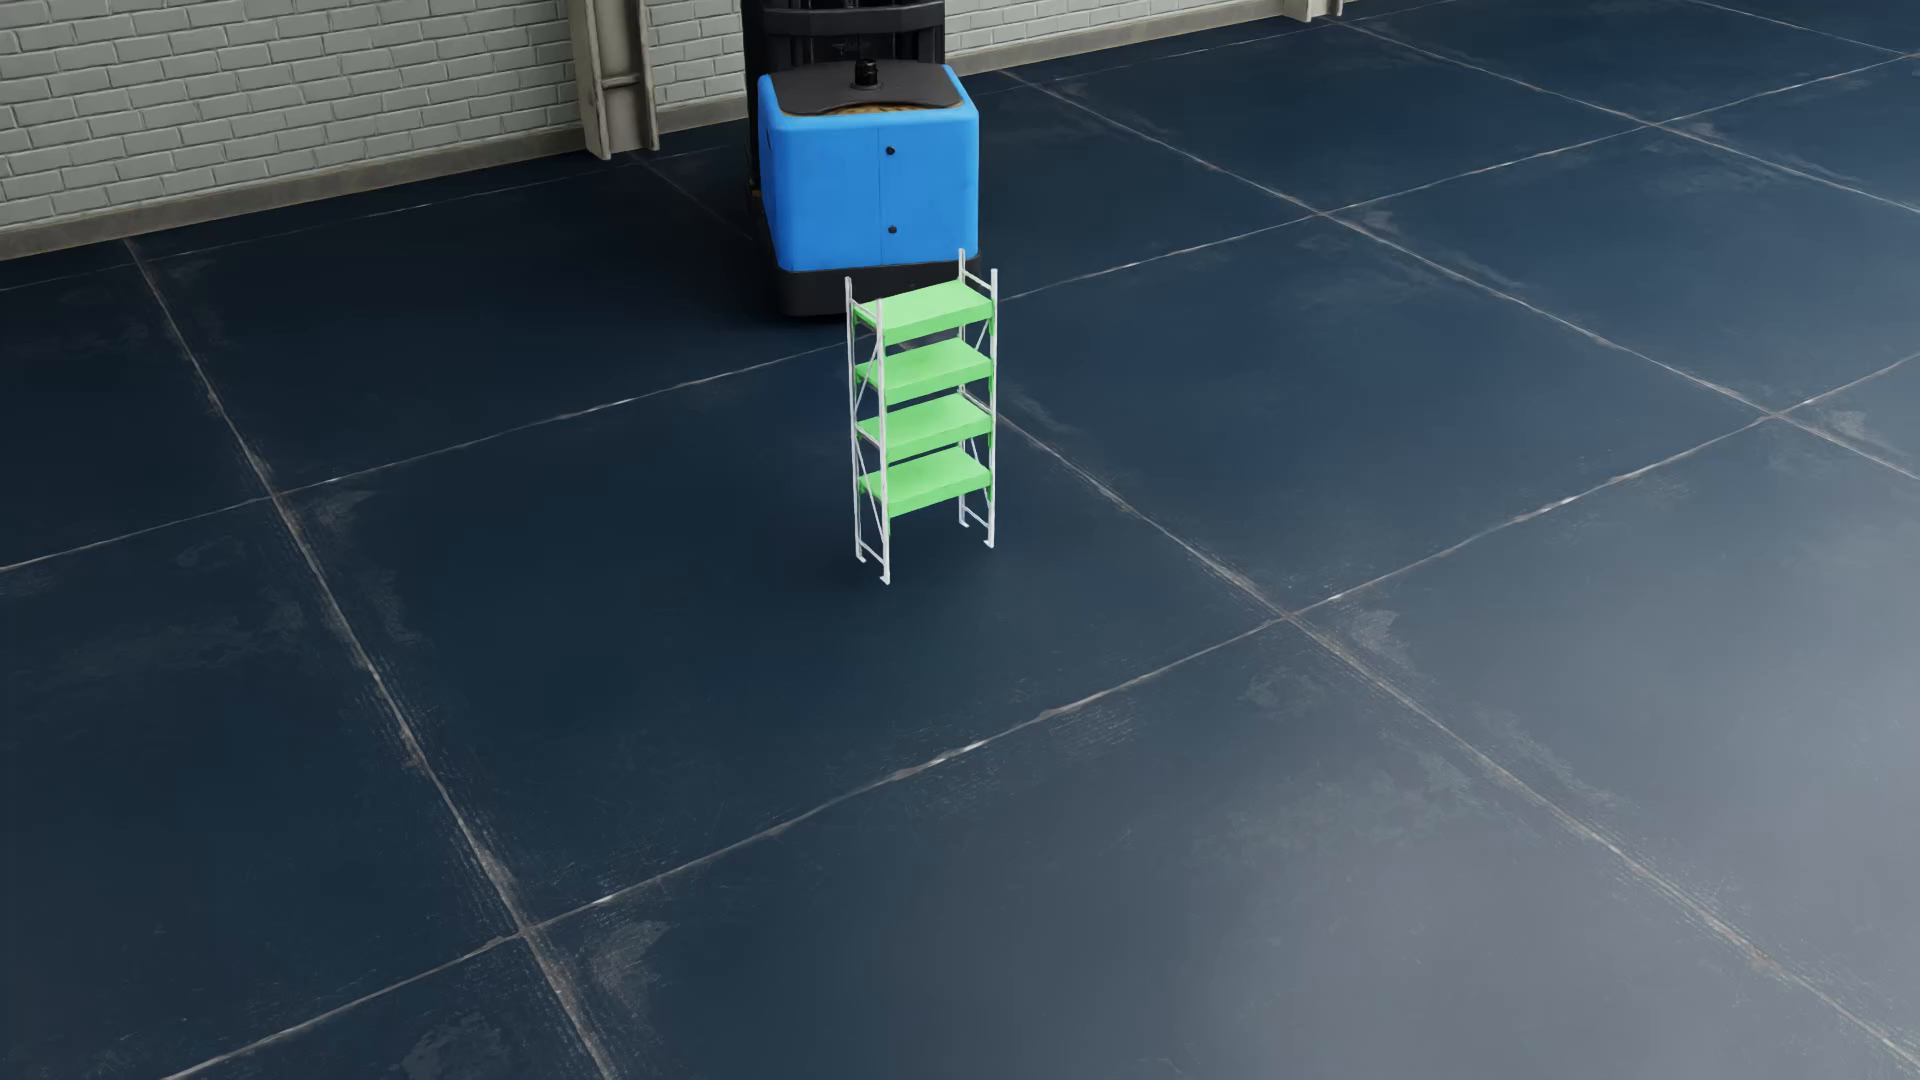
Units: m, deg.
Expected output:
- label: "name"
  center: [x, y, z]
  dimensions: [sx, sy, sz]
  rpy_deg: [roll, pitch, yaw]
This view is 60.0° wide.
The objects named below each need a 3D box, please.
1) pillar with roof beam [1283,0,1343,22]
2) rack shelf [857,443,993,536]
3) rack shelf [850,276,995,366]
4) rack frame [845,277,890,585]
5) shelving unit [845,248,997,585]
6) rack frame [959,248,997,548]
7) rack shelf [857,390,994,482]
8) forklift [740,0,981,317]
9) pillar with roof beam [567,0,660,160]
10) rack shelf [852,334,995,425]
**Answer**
- label: "pillar with roof beam"
  center: [5.188, -6.149, 8.064]
  dimensions: [0.400, 9.000, 9.100]
  rpy_deg: [-19, 37, -27]
- label: "rack shelf"
  center: [-0.139, -0.203, 6.516]
  dimensions: [0.480, 0.148, 0.258]
  rpy_deg: [-19, 37, -27]
- label: "rack shelf"
  center: [-0.139, -0.812, 6.132]
  dimensions: [0.480, 0.148, 0.258]
  rpy_deg: [-19, 37, -27]
- label: "rack frame"
  center: [-0.344, -0.389, 6.242]
  dimensions: [0.015, 1.200, 0.240]
  rpy_deg: [-19, 37, -27]
- label: "shelving unit"
  center: [-0.139, -0.460, 6.354]
  dimensions: [0.503, 1.200, 0.258]
  rpy_deg: [-19, 37, -27]
- label: "rack frame"
  center: [0.066, -0.530, 6.466]
  dimensions: [0.015, 1.200, 0.240]
  rpy_deg: [-19, 37, -27]
- label: "rack shelf"
  center: [-0.139, -0.406, 6.388]
  dimensions: [0.480, 0.148, 0.258]
  rpy_deg: [-19, 37, -27]
- label: "forklift"
  center: [-0.670, -3.143, 8.986]
  dimensions: [1.130, 2.935, 3.031]
  rpy_deg: [-6, 33, -9]
- label: "pillar with roof beam"
  center: [0.145, -4.415, 5.315]
  dimensions: [0.400, 9.000, 9.100]
  rpy_deg: [-19, 37, -27]
- label: "rack shelf"
  center: [-0.139, -0.609, 6.260]
  dimensions: [0.480, 0.148, 0.258]
  rpy_deg: [-19, 37, -27]
